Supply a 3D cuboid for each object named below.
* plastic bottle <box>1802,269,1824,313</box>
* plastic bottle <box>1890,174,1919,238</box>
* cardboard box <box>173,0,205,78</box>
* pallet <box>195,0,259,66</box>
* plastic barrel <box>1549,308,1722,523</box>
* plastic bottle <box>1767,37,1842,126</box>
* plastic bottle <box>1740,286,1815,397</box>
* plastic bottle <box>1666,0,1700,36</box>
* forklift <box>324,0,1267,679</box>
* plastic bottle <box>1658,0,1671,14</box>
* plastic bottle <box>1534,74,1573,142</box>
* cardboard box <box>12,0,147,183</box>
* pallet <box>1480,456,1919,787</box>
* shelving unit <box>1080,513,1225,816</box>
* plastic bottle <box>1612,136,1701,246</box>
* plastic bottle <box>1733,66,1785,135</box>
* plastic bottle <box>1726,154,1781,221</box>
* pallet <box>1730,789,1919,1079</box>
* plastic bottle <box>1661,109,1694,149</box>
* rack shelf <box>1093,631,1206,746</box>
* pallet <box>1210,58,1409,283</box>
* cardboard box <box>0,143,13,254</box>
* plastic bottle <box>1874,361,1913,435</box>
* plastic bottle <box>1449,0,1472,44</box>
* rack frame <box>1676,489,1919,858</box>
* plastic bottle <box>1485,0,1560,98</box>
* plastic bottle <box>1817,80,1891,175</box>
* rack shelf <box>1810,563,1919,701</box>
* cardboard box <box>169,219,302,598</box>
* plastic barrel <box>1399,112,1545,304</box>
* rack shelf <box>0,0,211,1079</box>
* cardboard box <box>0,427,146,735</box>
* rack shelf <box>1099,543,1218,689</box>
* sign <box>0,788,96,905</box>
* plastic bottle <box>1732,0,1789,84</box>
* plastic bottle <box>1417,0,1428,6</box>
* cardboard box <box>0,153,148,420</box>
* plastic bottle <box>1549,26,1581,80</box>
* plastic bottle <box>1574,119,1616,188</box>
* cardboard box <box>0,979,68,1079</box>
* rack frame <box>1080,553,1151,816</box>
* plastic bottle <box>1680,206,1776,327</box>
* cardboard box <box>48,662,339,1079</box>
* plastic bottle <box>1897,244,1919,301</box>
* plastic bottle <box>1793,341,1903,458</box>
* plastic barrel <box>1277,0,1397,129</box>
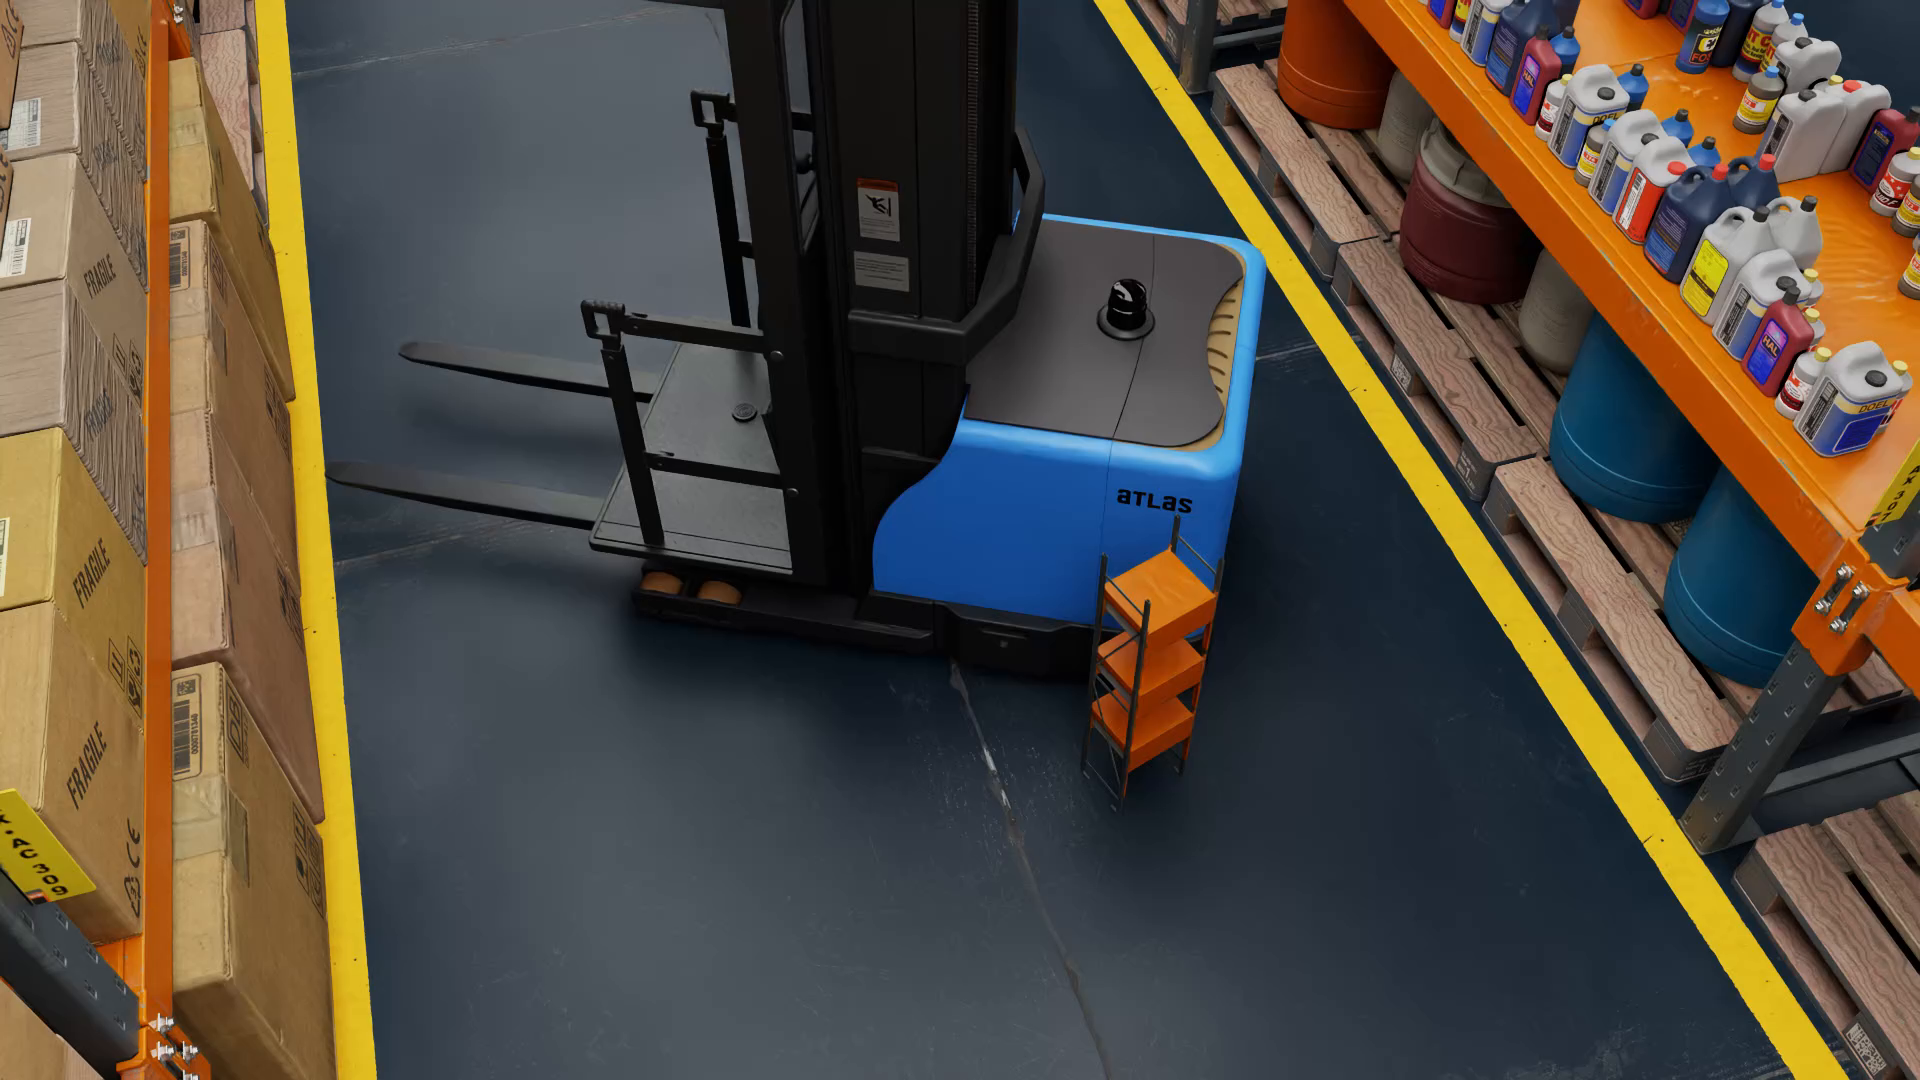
[{"bbox_3d":[2.242,-0.639,4.456,0.097,0.201,0.097,0,50,0],"label":"plastic bottle"},{"bbox_3d":[2.743,-0.969,4.735,0.097,0.201,0.097,0,50,0],"label":"plastic bottle"},{"bbox_3d":[-3.646,-2.204,6.993,0.700,0.500,0.500,-17,52,-14],"label":"cardboard box"},{"bbox_3d":[-3.840,-2.543,7.755,1.003,0.211,1.213,-13,51,-11],"label":"pallet"},{"bbox_3d":[2.308,-0.557,5.355,0.600,0.901,0.708,-13,51,-11],"label":"plastic barrel"},{"bbox_3d":[2.546,-1.409,5.057,0.152,0.276,0.135,-13,51,-11],"label":"plastic bottle"},{"bbox_3d":[2.124,-0.515,4.299,0.061,0.283,0.133,-13,51,-11],"label":"plastic bottle"},{"bbox_3d":[2.380,-1.783,5.368,0.061,0.283,0.133,-13,51,-11],"label":"plastic bottle"},{"bbox_3d":[-0.611,-1.040,4.710,3.031,2.935,1.130,9,50,7],"label":"forklift"},{"bbox_3d":[2.351,-1.925,5.444,0.144,0.351,0.185,-13,51,-11],"label":"plastic bottle"},{"bbox_3d":[1.810,-1.311,5.024,0.097,0.201,0.097,0,50,0],"label":"plastic bottle"},{"bbox_3d":[-2.728,-1.343,4.855,0.500,0.500,0.500,-14,51,-11],"label":"cardboard box"},{"bbox_3d":[2.473,0.146,5.488,1.003,0.211,1.213,-13,51,-11],"label":"pallet"},{"bbox_3d":[0.531,0.384,4.740,0.252,1.050,0.215,-27,55,-21],"label":"shelving unit"},{"bbox_3d":[1.979,-0.989,4.703,0.152,0.276,0.135,-13,51,-11],"label":"plastic bottle"},{"bbox_3d":[2.433,-1.343,5.051,0.097,0.201,0.097,0,50,0],"label":"plastic bottle"},{"bbox_3d":[2.160,-0.928,4.603,0.144,0.351,0.185,-13,51,-11],"label":"plastic bottle"},{"bbox_3d":[2.916,1.248,4.560,1.003,0.211,1.213,-13,51,-11],"label":"pallet"},{"bbox_3d":[2.053,-1.128,4.823,0.097,0.271,0.097,0,50,0],"label":"plastic bottle"},{"bbox_3d":[0.531,0.390,4.748,0.240,0.259,0.215,-27,55,-21],"label":"rack shelf"},{"bbox_3d":[1.752,-1.636,6.991,1.003,0.211,1.213,-13,51,-11],"label":"pallet"},{"bbox_3d":[-2.657,-0.834,3.770,0.797,0.503,0.637,-12,51,-10],"label":"cardboard box"},{"bbox_3d":[2.350,-0.372,4.232,0.097,0.201,0.097,0,50,0],"label":"plastic bottle"},{"bbox_3d":[1.648,-1.736,5.336,0.097,0.271,0.097,0,50,0],"label":"plastic bottle"},{"bbox_3d":[2.662,-0.179,3.939,1.000,3.000,0.127,-13,51,-11],"label":"rack frame"},{"bbox_3d":[1.751,-1.565,5.140,0.144,0.351,0.185,-13,51,-11],"label":"plastic bottle"},{"bbox_3d":[2.615,-1.240,4.914,0.152,0.276,0.135,-13,51,-11],"label":"plastic bottle"},{"bbox_3d":[3.253,1.513,2.983,1.077,0.370,4.000,-13,51,-11],"label":"rack shelf"},{"bbox_3d":[-2.812,-0.270,5.131,1.225,0.875,0.875,-13,51,-11],"label":"cardboard box"},{"bbox_3d":[1.974,-1.281,6.170,0.600,0.588,0.708,-13,51,-11],"label":"plastic barrel"},{"bbox_3d":[-2.661,-0.288,4.502,1.077,0.370,4.000,-13,51,-11],"label":"rack shelf"},{"bbox_3d":[-2.117,0.149,3.597,0.500,0.500,0.500,-13,51,-11],"label":"cardboard box"},{"bbox_3d":[0.531,0.208,4.531,0.240,0.259,0.215,-27,55,-21],"label":"rack shelf"},{"bbox_3d":[-1.540,0.509,2.741,0.100,0.325,0.005,-13,51,-11],"label":"sign"},{"bbox_3d":[2.509,-1.570,5.196,0.097,0.271,0.097,0,50,0],"label":"plastic bottle"},{"bbox_3d":[1.579,-1.904,5.478,0.097,0.271,0.097,0,50,0],"label":"plastic bottle"},{"bbox_3d":[-2.422,-0.593,4.223,0.500,0.500,0.500,-12,51,-10],"label":"cardboard box"},{"bbox_3d":[1.829,-1.445,5.091,0.097,0.271,0.097,0,50,0],"label":"plastic bottle"},{"bbox_3d":[1.879,-1.142,4.881,0.097,0.201,0.097,0,50,0],"label":"plastic bottle"},{"bbox_3d":[-1.678,0.927,2.420,0.500,0.500,0.500,-12,51,-10],"label":"cardboard box"},{"bbox_3d":[0.430,0.436,4.696,0.008,1.050,0.200,-27,55,-21],"label":"rack frame"},{"bbox_3d":[2.077,-0.761,4.462,0.144,0.351,0.185,-13,51,-11],"label":"plastic bottle"},{"bbox_3d":[-2.278,1.027,4.037,1.225,0.875,0.875,-13,51,-11],"label":"cardboard box"},{"bbox_3d":[2.667,-0.765,4.563,0.097,0.201,0.097,0,50,0],"label":"plastic bottle"},{"bbox_3d":[2.236,-0.354,4.168,0.152,0.276,0.135,-13,51,-11],"label":"plastic bottle"},{"bbox_3d":[1.640,-2.183,6.773,0.600,0.830,0.708,-13,51,-11],"label":"plastic barrel"}]
